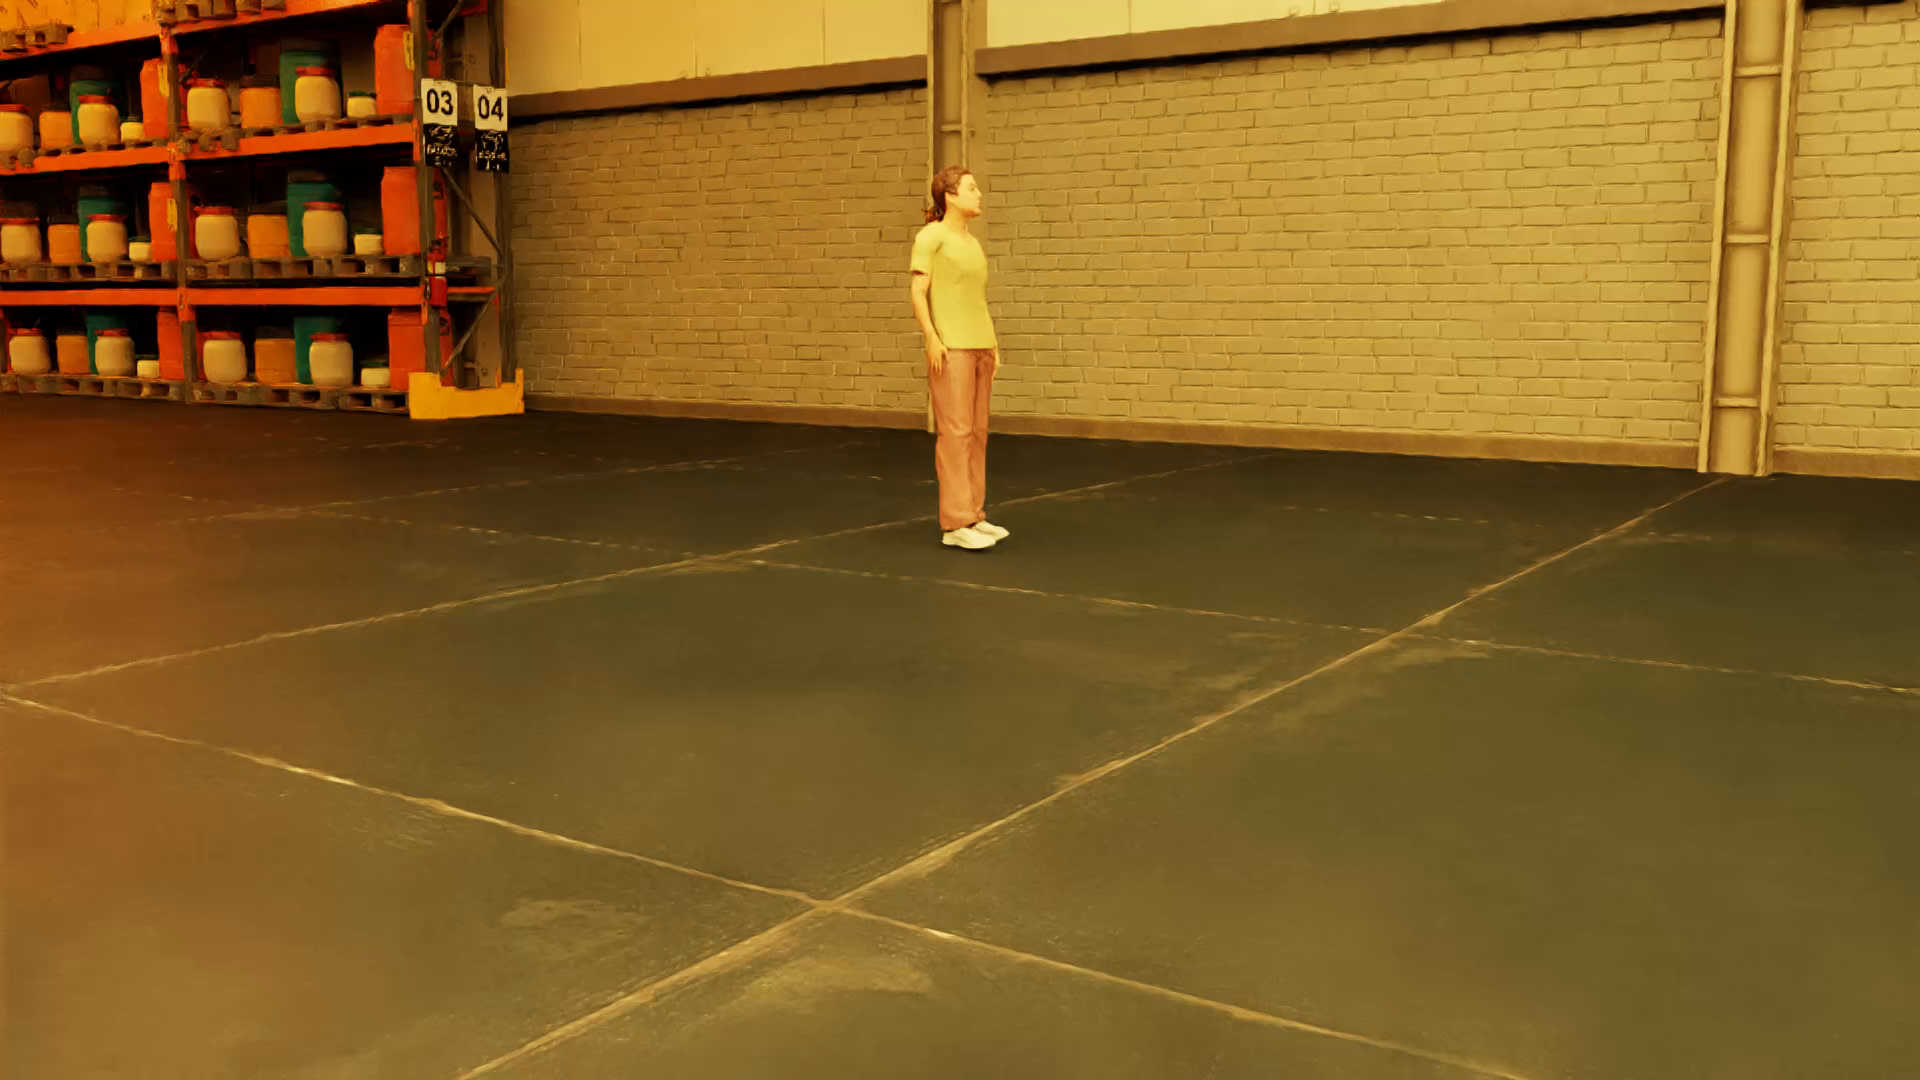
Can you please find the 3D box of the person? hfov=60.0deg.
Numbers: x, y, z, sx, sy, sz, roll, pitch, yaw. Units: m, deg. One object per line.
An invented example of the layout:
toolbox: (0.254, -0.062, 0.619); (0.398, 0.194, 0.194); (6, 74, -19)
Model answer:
person: (0.055, -0.825, 7.435); (0.548, 1.665, 0.554); (5, 10, 34)
